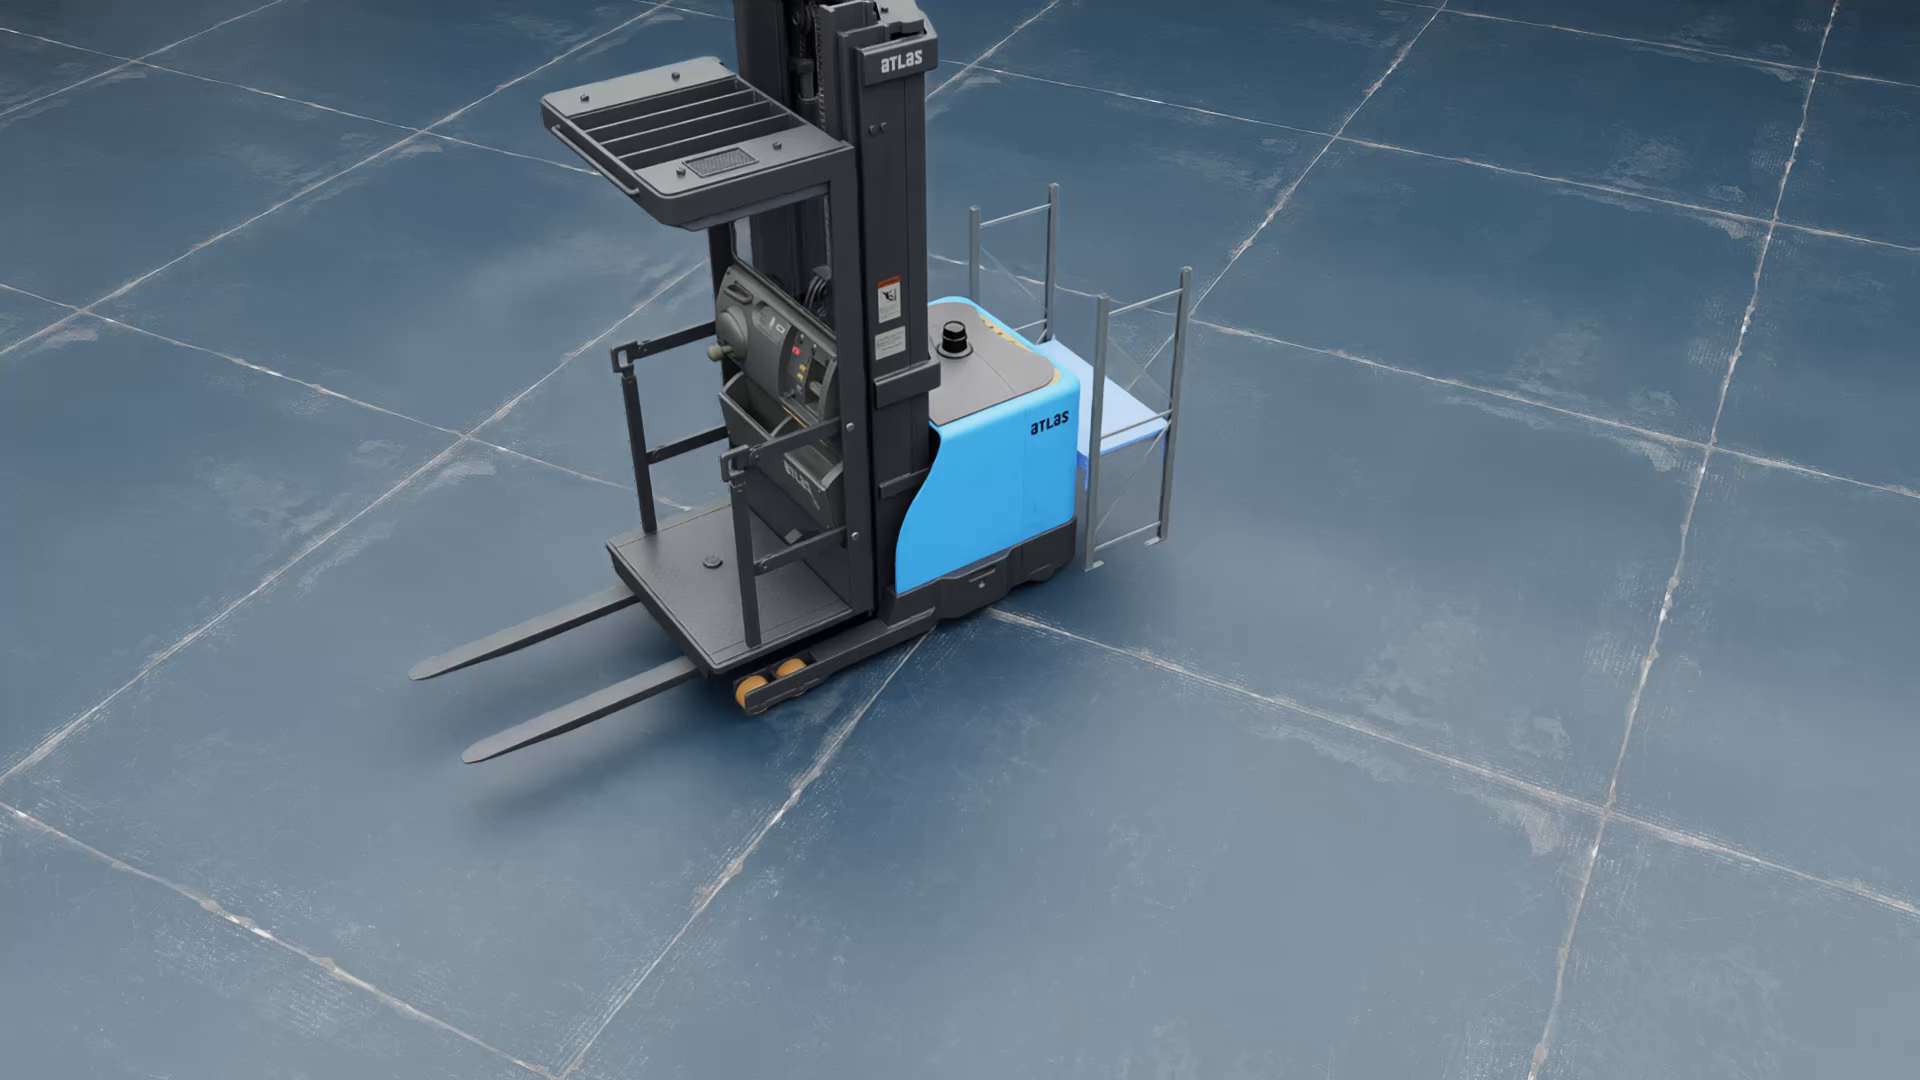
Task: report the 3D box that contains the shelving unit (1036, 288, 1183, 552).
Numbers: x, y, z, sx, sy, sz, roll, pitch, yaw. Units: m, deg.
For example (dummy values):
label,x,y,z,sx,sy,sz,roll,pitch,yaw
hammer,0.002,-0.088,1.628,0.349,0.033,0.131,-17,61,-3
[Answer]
label,x,y,z,sx,sy,sz,roll,pitch,yaw
shelving unit,0.549,-0.779,8.056,0.475,1.308,0.991,-21,42,-26

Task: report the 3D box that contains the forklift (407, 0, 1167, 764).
label,x,y,z,sx,sy,sz,roll,pitch,yaw
forklift,-8.578,-1.199,6.874,16.363,3.598,10.237,-23,43,-27

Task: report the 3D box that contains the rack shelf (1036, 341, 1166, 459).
label,x,y,z,sx,sy,sz,roll,pitch,yaw
rack shelf,0.537,-0.684,8.147,0.459,0.062,0.952,-21,42,-26

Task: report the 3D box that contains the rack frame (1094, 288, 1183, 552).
label,x,y,z,sx,sy,sz,roll,pitch,yaw
rack frame,0.814,-0.531,7.728,0.475,1.308,0.013,-21,42,-26
